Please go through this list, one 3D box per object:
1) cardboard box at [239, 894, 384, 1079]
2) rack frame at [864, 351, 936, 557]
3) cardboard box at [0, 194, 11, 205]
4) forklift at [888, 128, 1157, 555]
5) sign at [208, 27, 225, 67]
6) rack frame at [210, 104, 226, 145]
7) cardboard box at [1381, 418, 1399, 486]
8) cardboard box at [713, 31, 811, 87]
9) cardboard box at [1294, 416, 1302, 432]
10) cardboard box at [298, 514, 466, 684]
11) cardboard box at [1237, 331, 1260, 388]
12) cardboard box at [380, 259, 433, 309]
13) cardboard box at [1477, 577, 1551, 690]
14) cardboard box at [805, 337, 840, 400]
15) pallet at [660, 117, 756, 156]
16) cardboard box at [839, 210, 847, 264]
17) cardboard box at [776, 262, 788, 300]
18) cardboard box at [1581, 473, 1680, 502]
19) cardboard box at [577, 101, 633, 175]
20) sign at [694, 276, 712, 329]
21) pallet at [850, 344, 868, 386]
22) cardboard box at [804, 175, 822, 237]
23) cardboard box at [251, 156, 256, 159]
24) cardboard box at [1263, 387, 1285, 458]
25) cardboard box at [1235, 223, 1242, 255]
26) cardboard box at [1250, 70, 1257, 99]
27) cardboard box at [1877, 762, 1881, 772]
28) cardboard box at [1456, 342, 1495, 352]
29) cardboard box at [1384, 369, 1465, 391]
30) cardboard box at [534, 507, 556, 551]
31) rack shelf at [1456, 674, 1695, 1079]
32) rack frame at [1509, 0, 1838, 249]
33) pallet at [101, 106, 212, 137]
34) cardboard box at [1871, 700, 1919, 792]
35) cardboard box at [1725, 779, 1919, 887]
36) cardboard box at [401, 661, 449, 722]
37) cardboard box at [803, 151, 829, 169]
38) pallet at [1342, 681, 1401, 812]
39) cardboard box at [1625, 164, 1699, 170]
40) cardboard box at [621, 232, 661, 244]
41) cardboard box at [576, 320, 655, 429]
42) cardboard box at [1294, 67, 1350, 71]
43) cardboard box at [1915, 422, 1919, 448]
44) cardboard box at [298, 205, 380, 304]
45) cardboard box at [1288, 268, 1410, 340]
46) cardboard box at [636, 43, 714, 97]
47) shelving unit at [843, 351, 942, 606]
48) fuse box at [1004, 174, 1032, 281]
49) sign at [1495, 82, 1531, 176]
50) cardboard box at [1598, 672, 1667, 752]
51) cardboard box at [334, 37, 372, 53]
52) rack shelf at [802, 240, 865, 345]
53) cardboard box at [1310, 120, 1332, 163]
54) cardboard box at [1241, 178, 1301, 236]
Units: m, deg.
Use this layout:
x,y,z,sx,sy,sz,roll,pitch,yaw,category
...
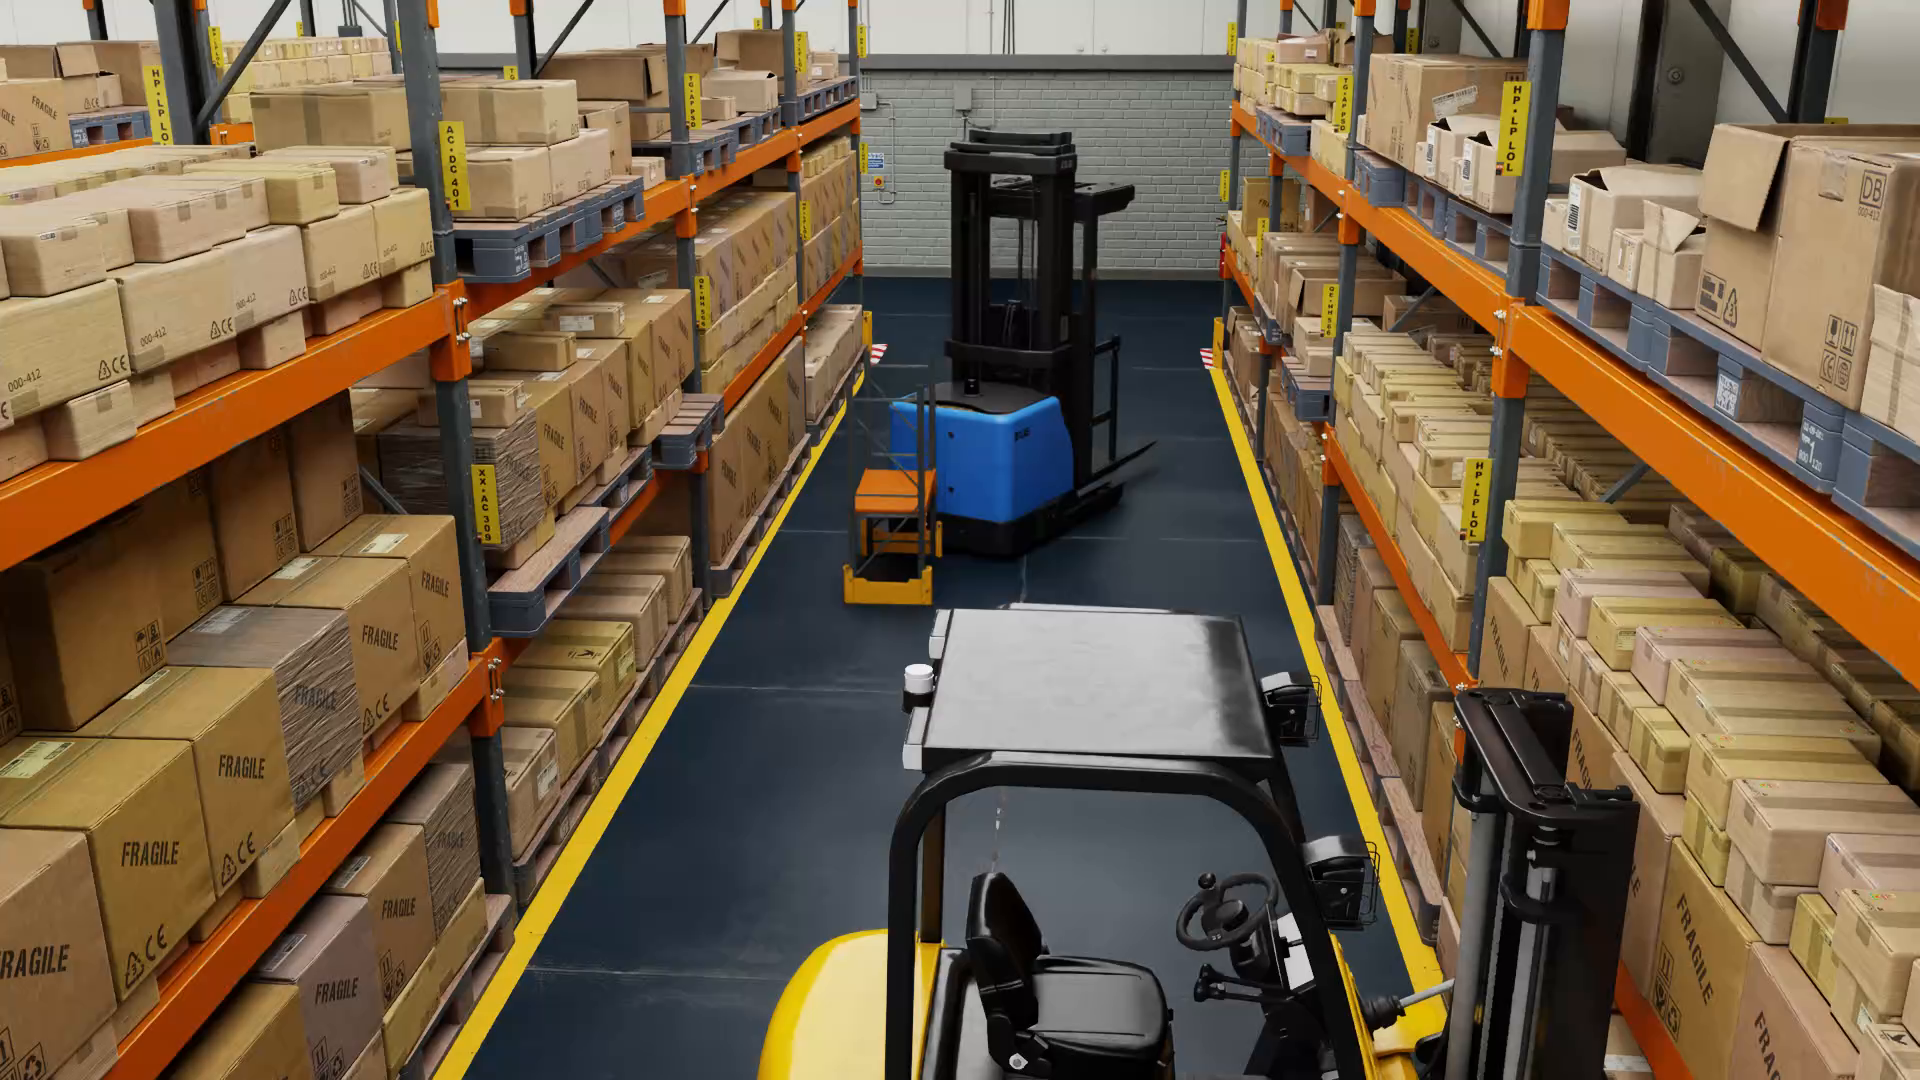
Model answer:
x,y,z,sx,sy,sz,roll,pitch,yaw,category
-2.285,1.517,5.514,0.500,0.500,0.500,2,18,7,cardboard box
-0.423,-0.602,11.852,0.500,1.500,0.032,1,18,3,rack frame
-2.818,-0.850,4.506,0.380,0.149,0.250,2,18,5,cardboard box
0.649,-1.694,12.886,1.130,2.935,3.031,10,21,29,forklift
-6.258,-4.151,13.994,0.100,0.325,0.005,1,18,4,sign
-6.811,-2.304,14.638,1.000,3.000,0.127,1,18,4,rack frame
2.418,-0.430,8.356,0.500,0.250,0.500,2,18,5,cardboard box
-1.802,-4.366,15.112,0.797,0.503,0.637,3,18,8,cardboard box
2.762,-0.923,12.721,0.380,0.149,0.250,2,18,6,cardboard box
-2.224,0.214,6.313,0.500,0.500,0.500,1,18,3,cardboard box
2.995,-1.755,16.302,0.500,0.500,0.500,2,18,5,cardboard box
-2.158,-0.941,6.065,0.380,0.149,0.250,1,18,4,cardboard box
2.219,0.454,6.060,0.500,0.500,0.500,1,18,2,cardboard box
-1.651,-1.678,16.166,0.875,0.438,0.875,1,18,2,cardboard box
-2.083,-2.867,11.841,1.003,0.211,1.213,2,18,6,pallet
-1.429,-3.044,16.734,0.500,0.500,0.500,2,18,6,cardboard box
-1.684,-2.094,13.433,0.500,0.250,0.500,2,18,5,cardboard box
2.822,-0.173,6.931,0.380,0.149,0.250,1,18,2,cardboard box
-2.232,-2.161,9.224,0.700,0.500,0.500,1,18,4,cardboard box
-1.612,-1.486,10.409,0.100,0.325,0.005,1,18,4,sign
-1.559,-1.892,17.858,1.003,0.211,1.213,1,18,4,pallet
-1.549,-3.047,15.138,0.500,0.500,0.500,1,18,3,cardboard box
-6.514,-3.264,15.323,0.500,0.500,0.500,1,18,2,cardboard box
2.825,-0.982,13.942,0.500,0.500,0.500,2,18,6,cardboard box
3.001,-2.979,16.460,0.500,0.250,0.500,1,18,3,cardboard box
2.988,-4.243,15.501,0.500,0.250,0.500,1,18,3,cardboard box
2.634,0.598,4.579,0.380,0.149,0.250,1,18,2,cardboard box
3.069,-1.039,9.576,0.380,0.149,0.250,2,18,5,cardboard box
2.476,-0.813,8.884,0.380,0.149,0.250,1,18,5,cardboard box
-2.059,-0.062,7.525,0.380,0.149,0.250,2,18,5,cardboard box
2.367,1.332,4.695,1.077,0.370,4.000,1,18,4,rack shelf
2.511,-2.482,5.545,1.000,3.000,0.127,1,18,4,rack frame
-6.962,-3.451,13.622,1.213,0.211,1.003,1,18,4,pallet
2.601,0.535,4.292,0.380,0.149,0.250,1,18,4,cardboard box
2.018,0.680,3.849,0.380,0.149,0.250,2,18,5,cardboard box
-2.170,0.563,6.290,0.380,0.149,0.250,2,18,5,cardboard box
-1.457,-3.621,15.848,0.380,0.149,0.250,1,18,4,cardboard box
2.610,1.085,8.773,1.003,0.211,1.213,1,18,4,pallet
2.767,-1.443,6.761,0.380,0.149,0.250,1,18,4,cardboard box
-2.349,-1.831,11.428,0.500,0.500,0.500,2,18,5,cardboard box
-1.970,-0.906,9.058,0.500,0.500,0.500,0,18,0,cardboard box
2.665,-3.403,12.266,0.380,0.149,0.250,2,18,5,cardboard box
1.981,-0.206,2.985,0.380,0.149,0.250,1,18,2,cardboard box
-2.239,-0.936,5.408,0.500,0.250,0.500,1,18,3,cardboard box
2.730,-1.633,11.748,0.797,0.503,0.637,1,18,3,cardboard box
-2.219,-3.630,13.032,0.500,0.500,0.500,1,18,3,cardboard box
-0.452,-0.447,11.379,0.587,1.500,1.083,1,18,3,shelving unit
0.886,-4.515,23.453,0.539,1.711,0.414,1,18,4,fuse box
1.969,-1.460,5.910,0.100,0.325,0.005,1,18,4,sign
2.105,0.504,4.867,0.380,0.149,0.250,1,18,2,cardboard box
-6.349,-5.143,17.282,0.380,0.149,0.250,2,18,5,cardboard box
-1.723,-2.504,16.404,1.077,0.370,4.000,1,18,4,rack shelf
2.663,-2.704,11.280,0.500,0.250,0.500,1,18,4,cardboard box
2.963,-3.183,15.880,0.500,0.500,0.500,2,18,5,cardboard box
